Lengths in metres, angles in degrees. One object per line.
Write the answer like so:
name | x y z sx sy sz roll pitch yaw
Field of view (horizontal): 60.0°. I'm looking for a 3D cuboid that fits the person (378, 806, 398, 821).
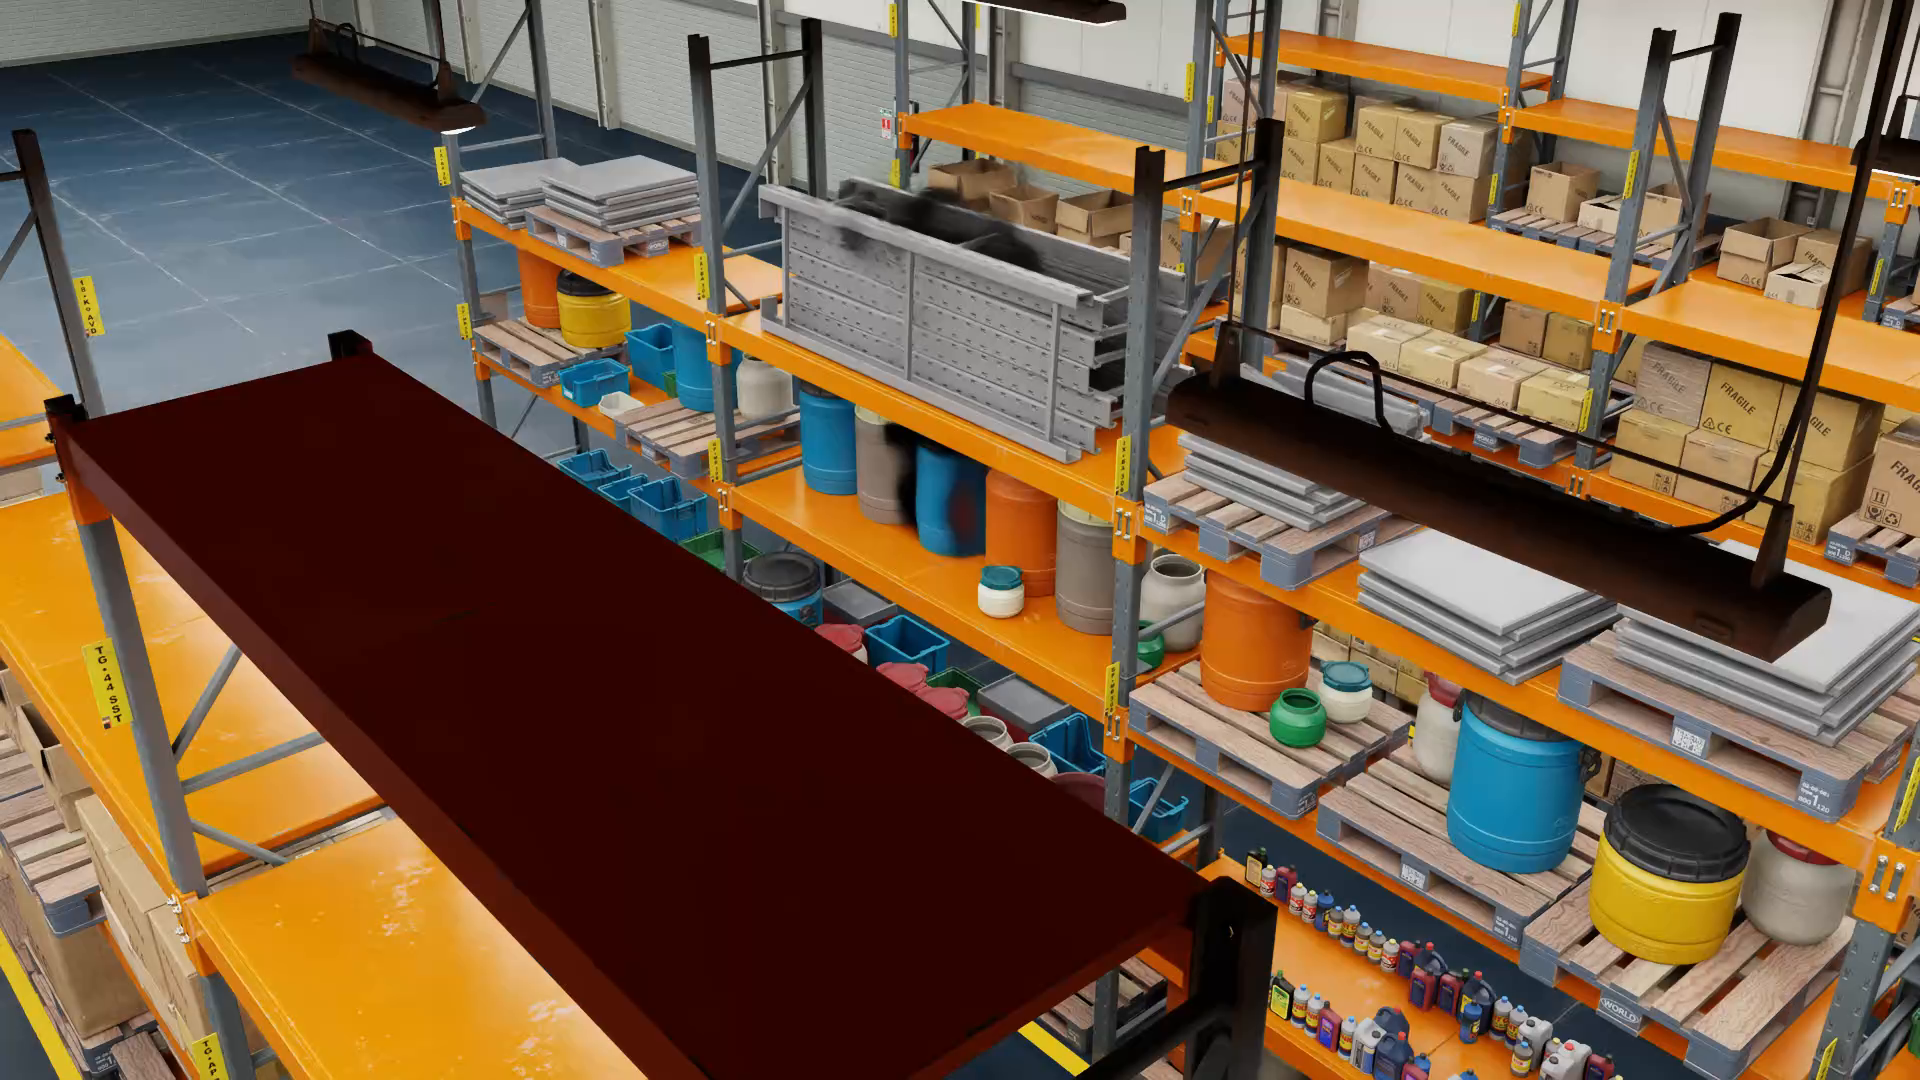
person | -3.956 1.994 11.226 0.584 1.642 0.632 -20 33 -34
